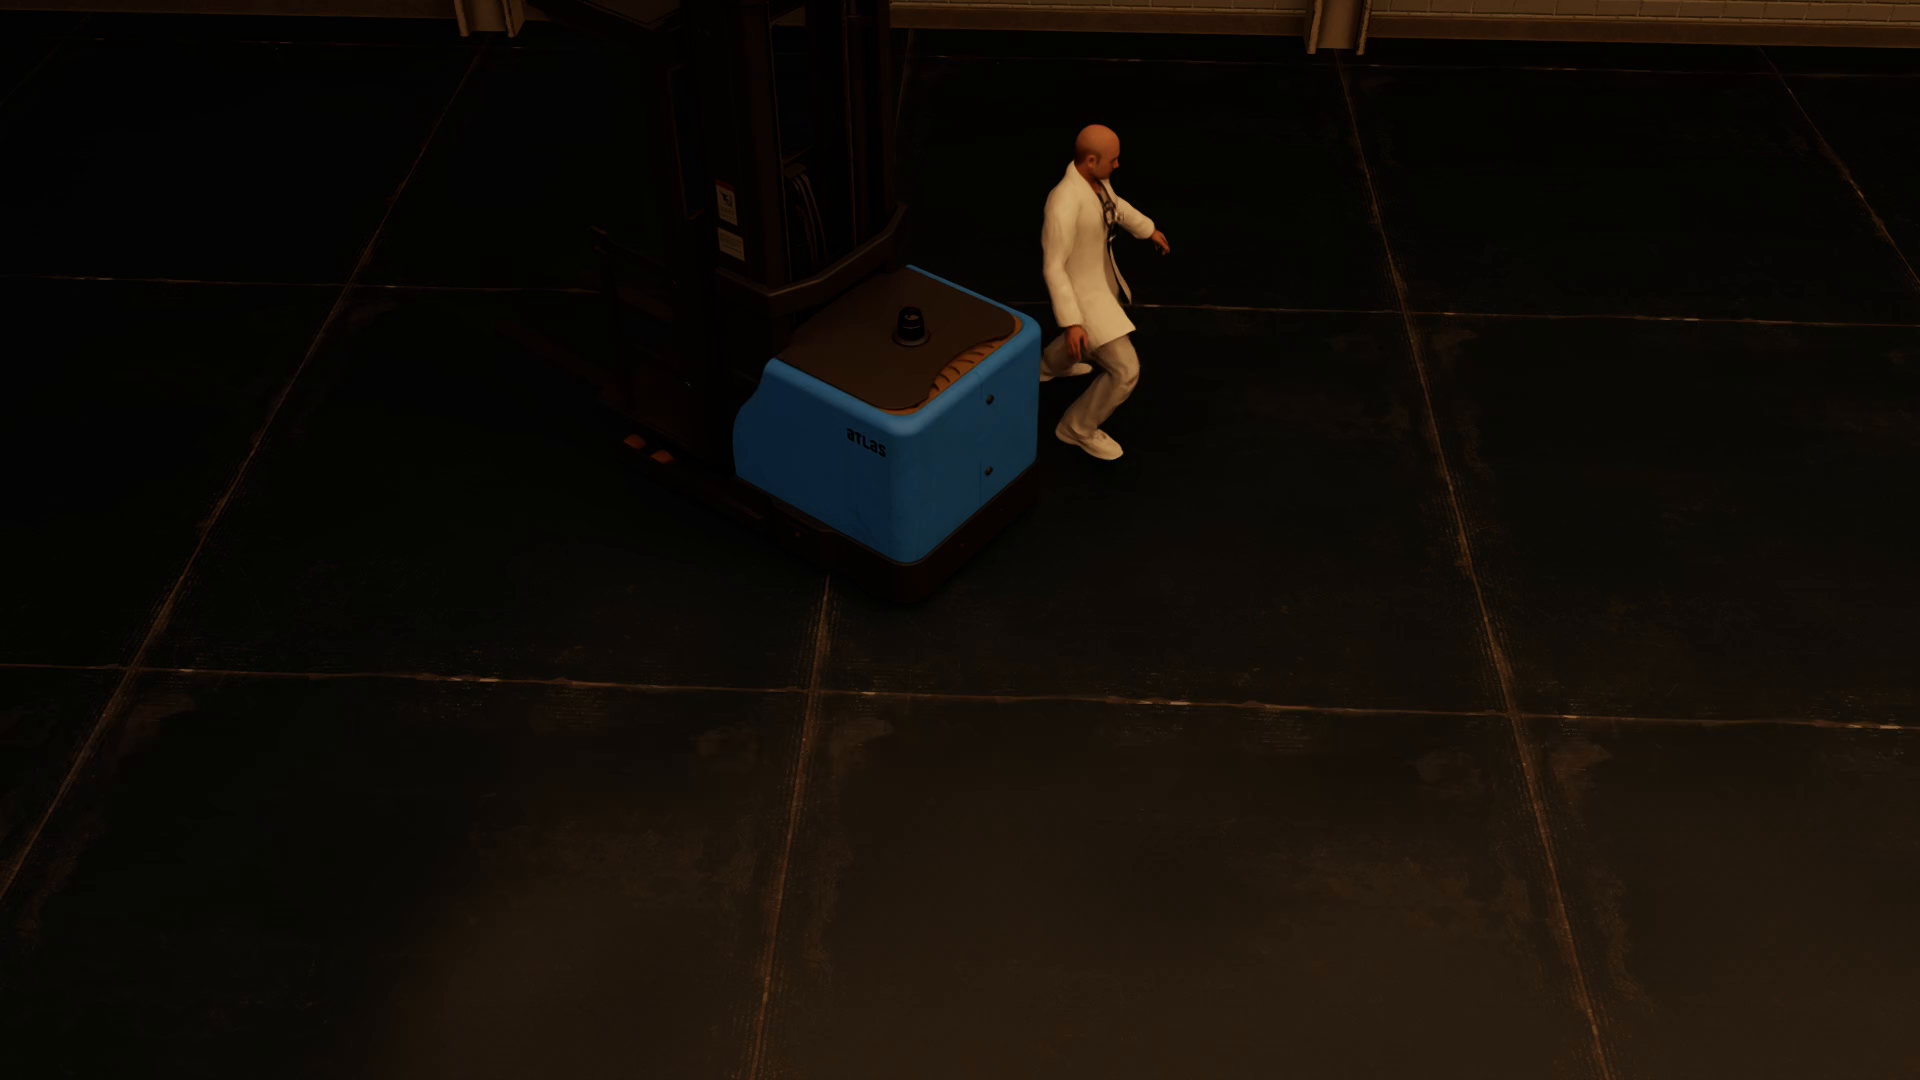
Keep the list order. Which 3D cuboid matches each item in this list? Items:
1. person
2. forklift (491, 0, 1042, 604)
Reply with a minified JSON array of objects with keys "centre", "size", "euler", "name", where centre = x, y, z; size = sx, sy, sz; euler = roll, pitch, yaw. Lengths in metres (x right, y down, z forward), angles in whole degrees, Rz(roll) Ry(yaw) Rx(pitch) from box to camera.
[{"centre":[0.638,-1.257,8.117],"size":[0.714,1.661,1.003],"euler":[15,44,15],"name":"person"},{"centre":[-1.096,-1.616,7.513],"size":[3.031,2.935,1.130],"euler":[28,49,27],"name":"forklift"}]
